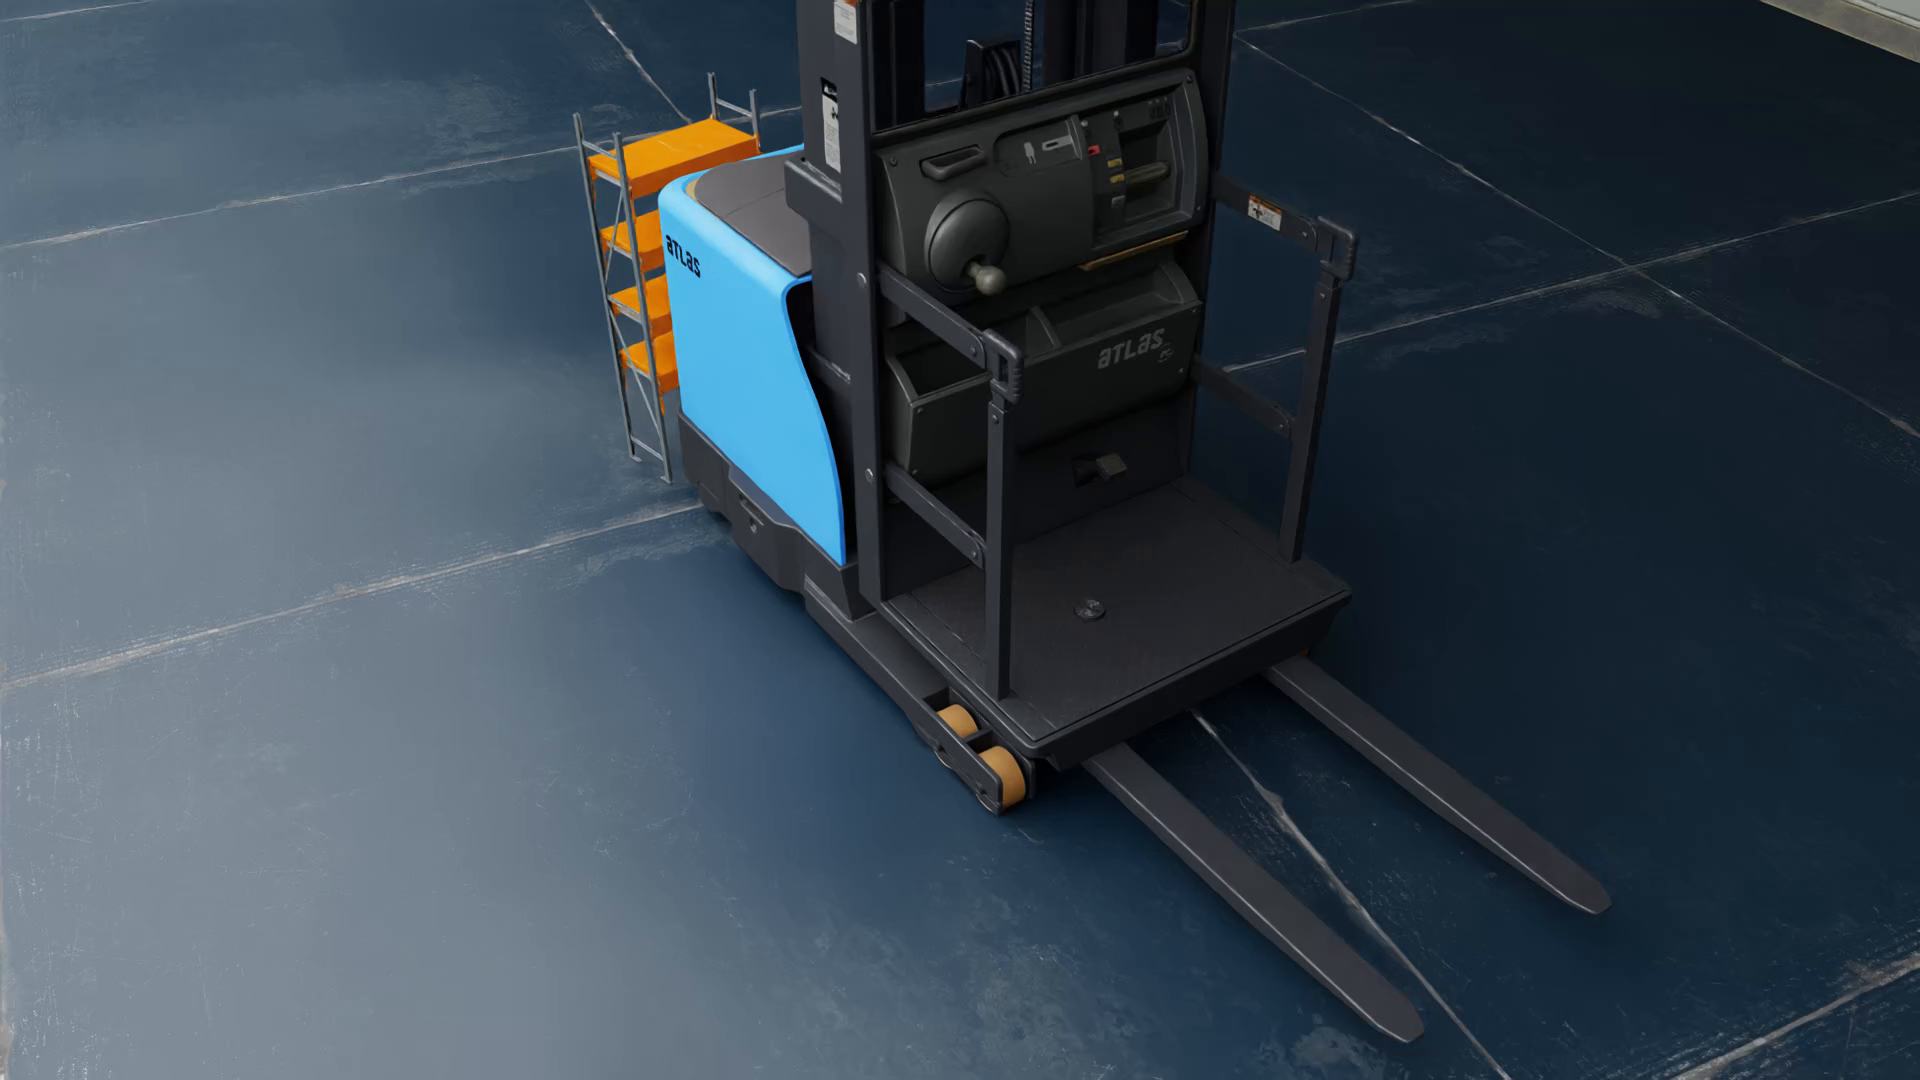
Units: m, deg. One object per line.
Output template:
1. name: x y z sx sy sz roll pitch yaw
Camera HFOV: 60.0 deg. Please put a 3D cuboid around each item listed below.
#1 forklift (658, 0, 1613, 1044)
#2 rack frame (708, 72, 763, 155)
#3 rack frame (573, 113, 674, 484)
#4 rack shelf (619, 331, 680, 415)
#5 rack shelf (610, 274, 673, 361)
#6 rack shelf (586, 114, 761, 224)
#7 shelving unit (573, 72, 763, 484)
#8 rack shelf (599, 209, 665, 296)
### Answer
1. forklift: 0.348 -0.804 3.874 1.130 2.935 3.031 -22 42 -27
2. rack frame: -0.687 -0.923 5.478 0.015 1.200 0.240 -29 43 -33
3. rack frame: -1.048 -0.727 5.213 0.015 1.200 0.240 -29 43 -33
4. rack shelf: -0.860 -0.606 5.497 0.480 0.148 0.258 -29 43 -33
5. rack shelf: -0.866 -0.770 5.384 0.480 0.148 0.258 -29 43 -33
6. rack shelf: -0.879 -1.148 5.122 0.480 0.148 0.258 -29 43 -33
7. shelving unit: -0.868 -0.825 5.345 0.503 1.200 0.258 -29 43 -33
8. rack shelf: -0.872 -0.953 5.256 0.480 0.148 0.258 -29 43 -33
